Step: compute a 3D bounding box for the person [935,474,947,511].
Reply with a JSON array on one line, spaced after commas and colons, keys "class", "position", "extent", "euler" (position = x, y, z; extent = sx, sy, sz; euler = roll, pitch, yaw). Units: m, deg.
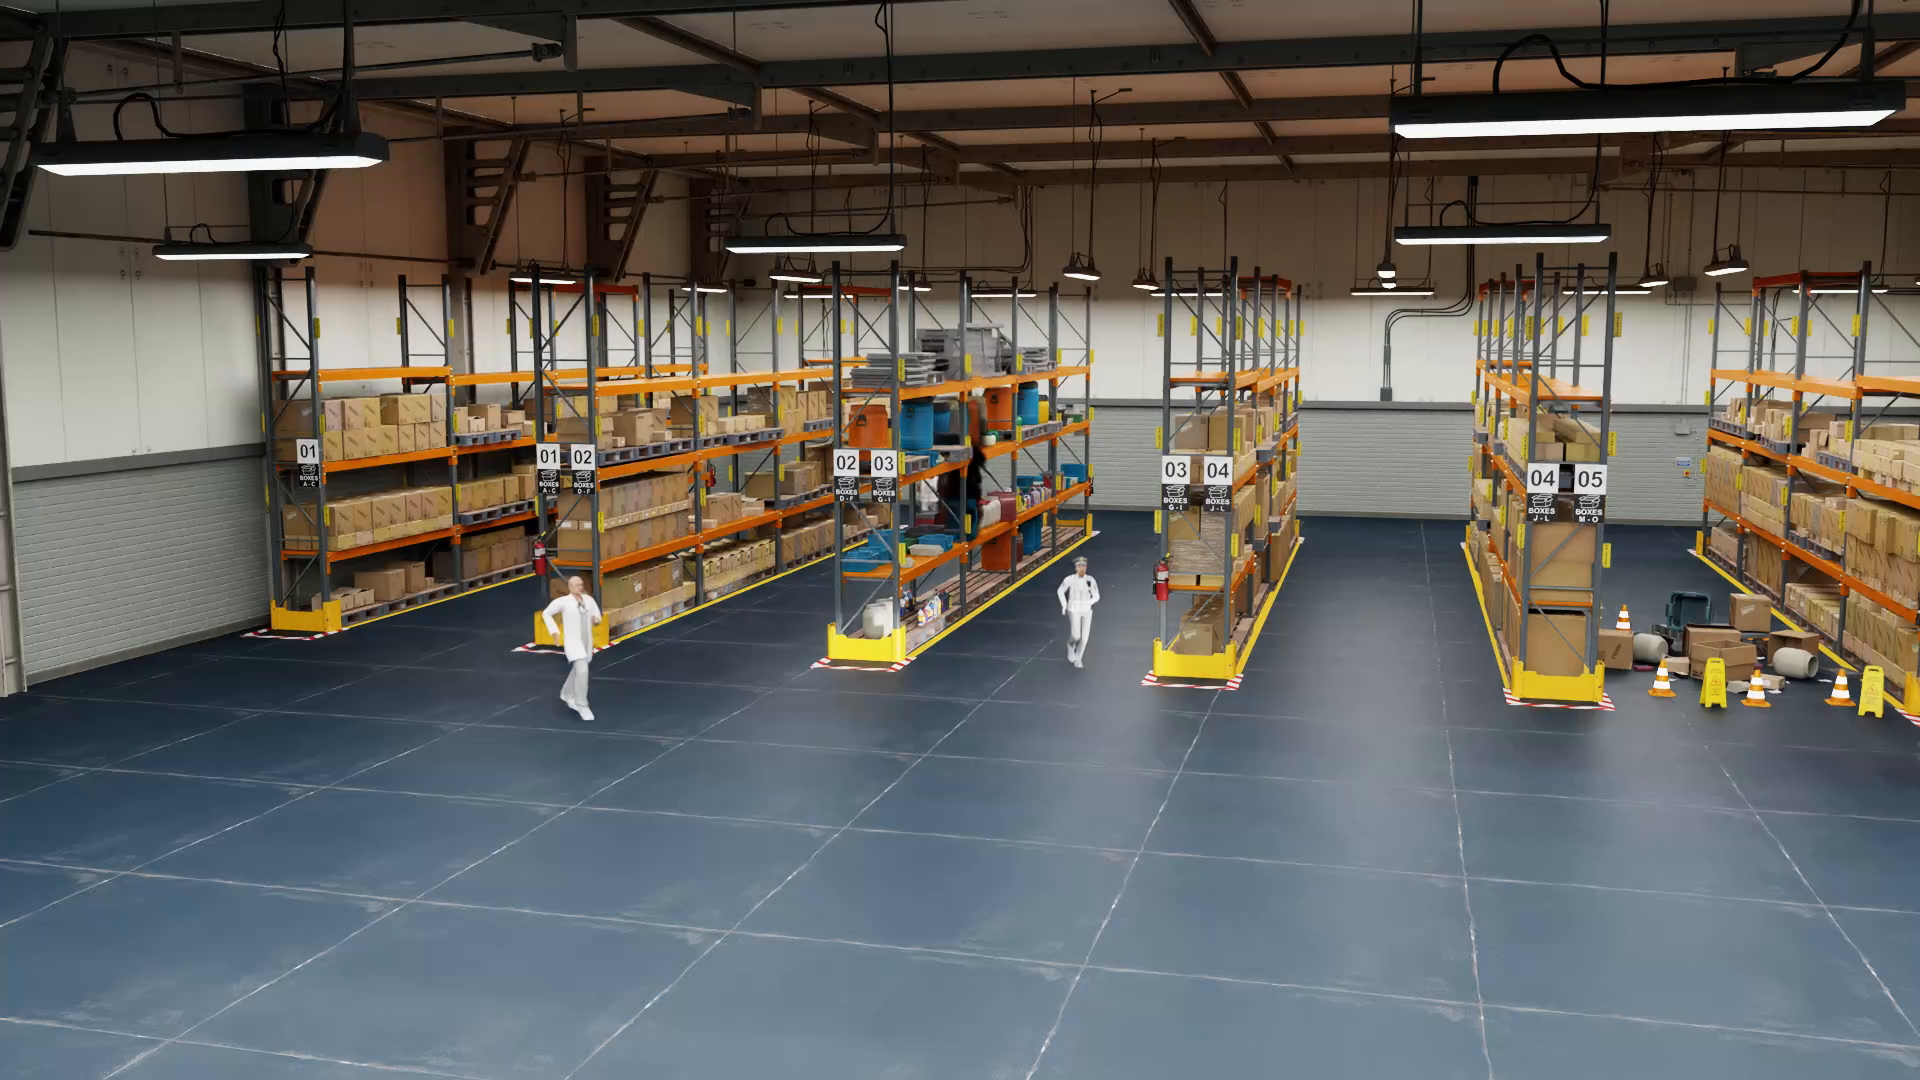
[{"class": "person", "position": [-0.604, -1.087, 41.919], "extent": [0.536, 1.542, 0.694], "euler": [-2, 8, -17]}]

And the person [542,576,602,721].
[{"class": "person", "position": [-4.979, 1.379, 21.591], "extent": [0.859, 1.833, 0.669], "euler": [6, 9, 37]}]

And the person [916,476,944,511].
[{"class": "person", "position": [-0.713, -0.880, 39.227], "extent": [0.674, 1.804, 0.935], "euler": [0, 7, 2]}]

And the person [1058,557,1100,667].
[{"class": "person", "position": [1.773, 1.071, 24.569], "extent": [0.601, 1.660, 0.540], "euler": [-1, 7, -6]}]
